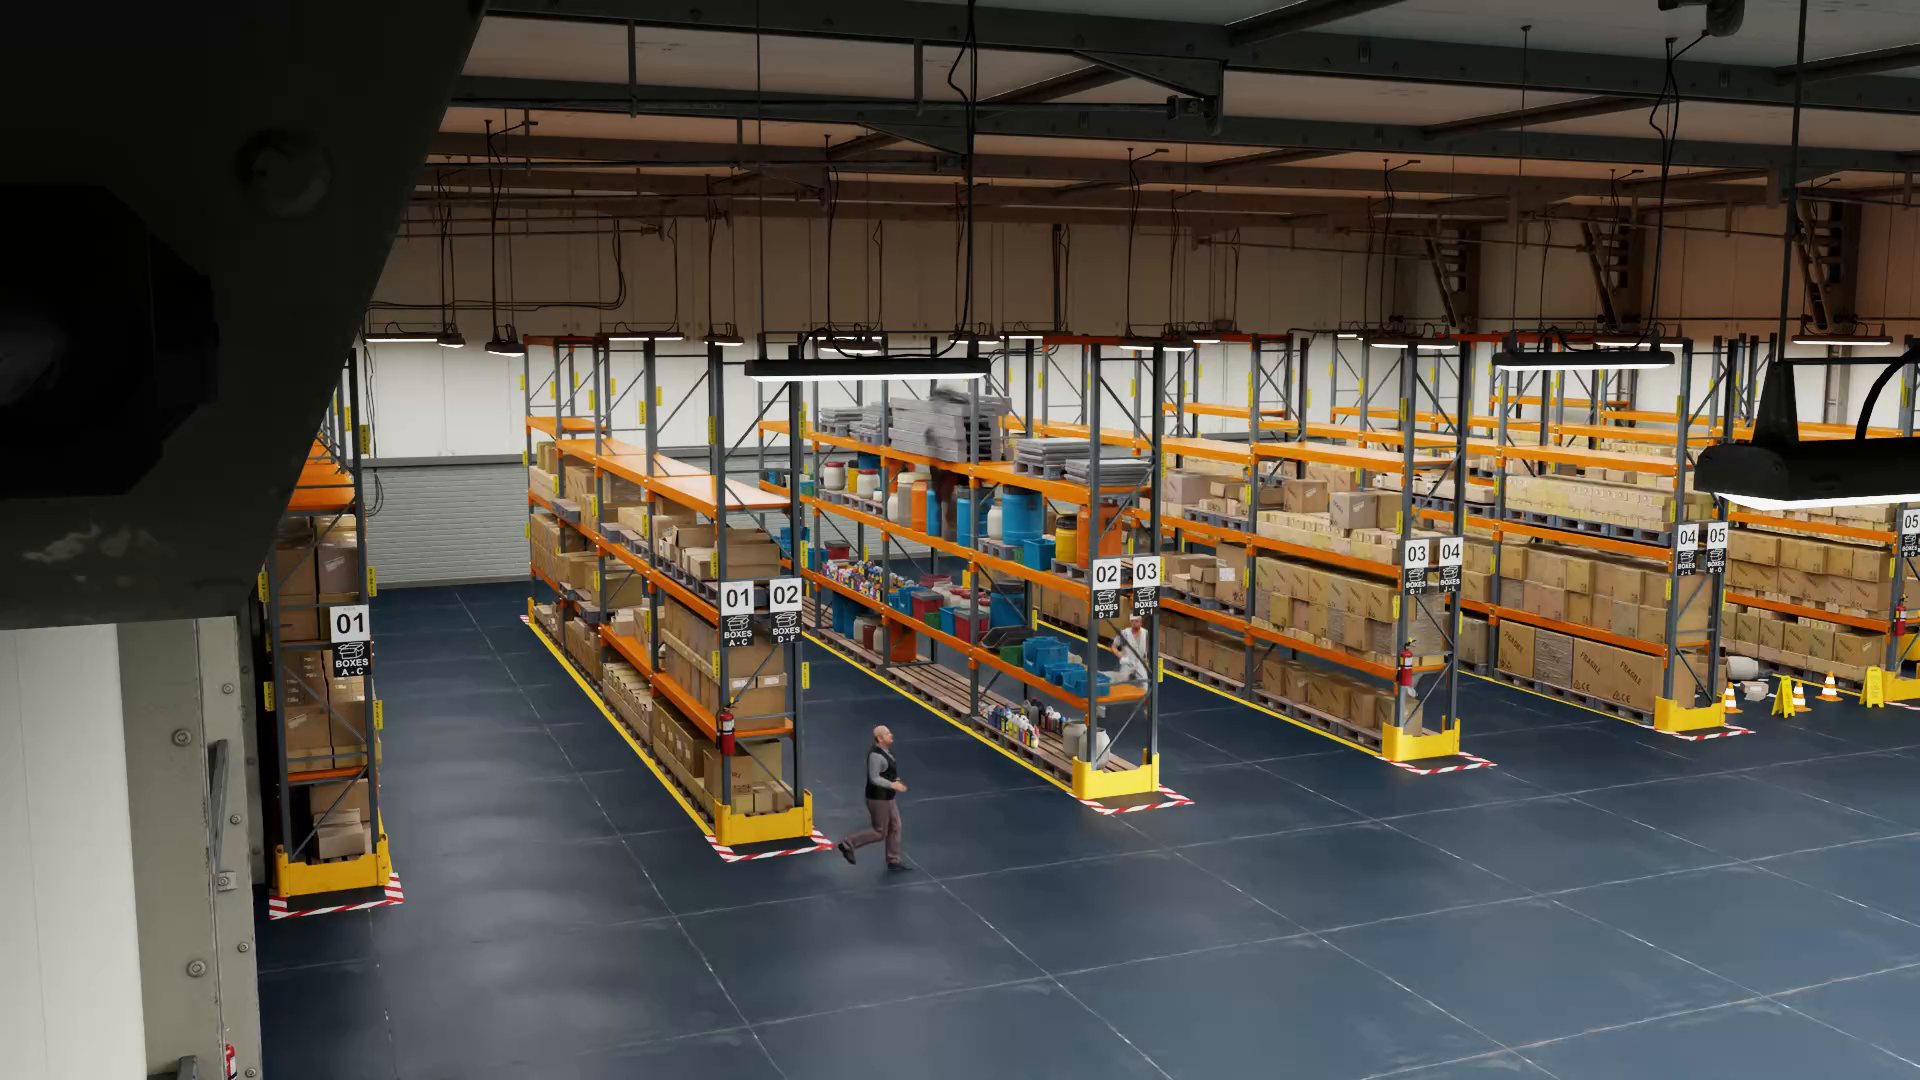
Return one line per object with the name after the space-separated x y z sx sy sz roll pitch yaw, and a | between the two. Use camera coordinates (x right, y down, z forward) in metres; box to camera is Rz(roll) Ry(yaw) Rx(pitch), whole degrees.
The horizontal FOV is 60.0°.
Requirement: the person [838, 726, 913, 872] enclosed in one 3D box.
-0.961 2.969 19.106 0.848 1.723 0.669 1 8 5 | person

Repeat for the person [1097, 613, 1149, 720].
2.665 2.002 26.161 0.898 1.774 0.766 -4 8 -26 | person

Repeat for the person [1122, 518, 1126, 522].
3.804 0.285 39.545 0.615 1.617 0.526 -1 8 -5 | person

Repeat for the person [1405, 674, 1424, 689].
7.657 1.761 27.861 0.539 1.576 0.665 -6 9 -36 | person
